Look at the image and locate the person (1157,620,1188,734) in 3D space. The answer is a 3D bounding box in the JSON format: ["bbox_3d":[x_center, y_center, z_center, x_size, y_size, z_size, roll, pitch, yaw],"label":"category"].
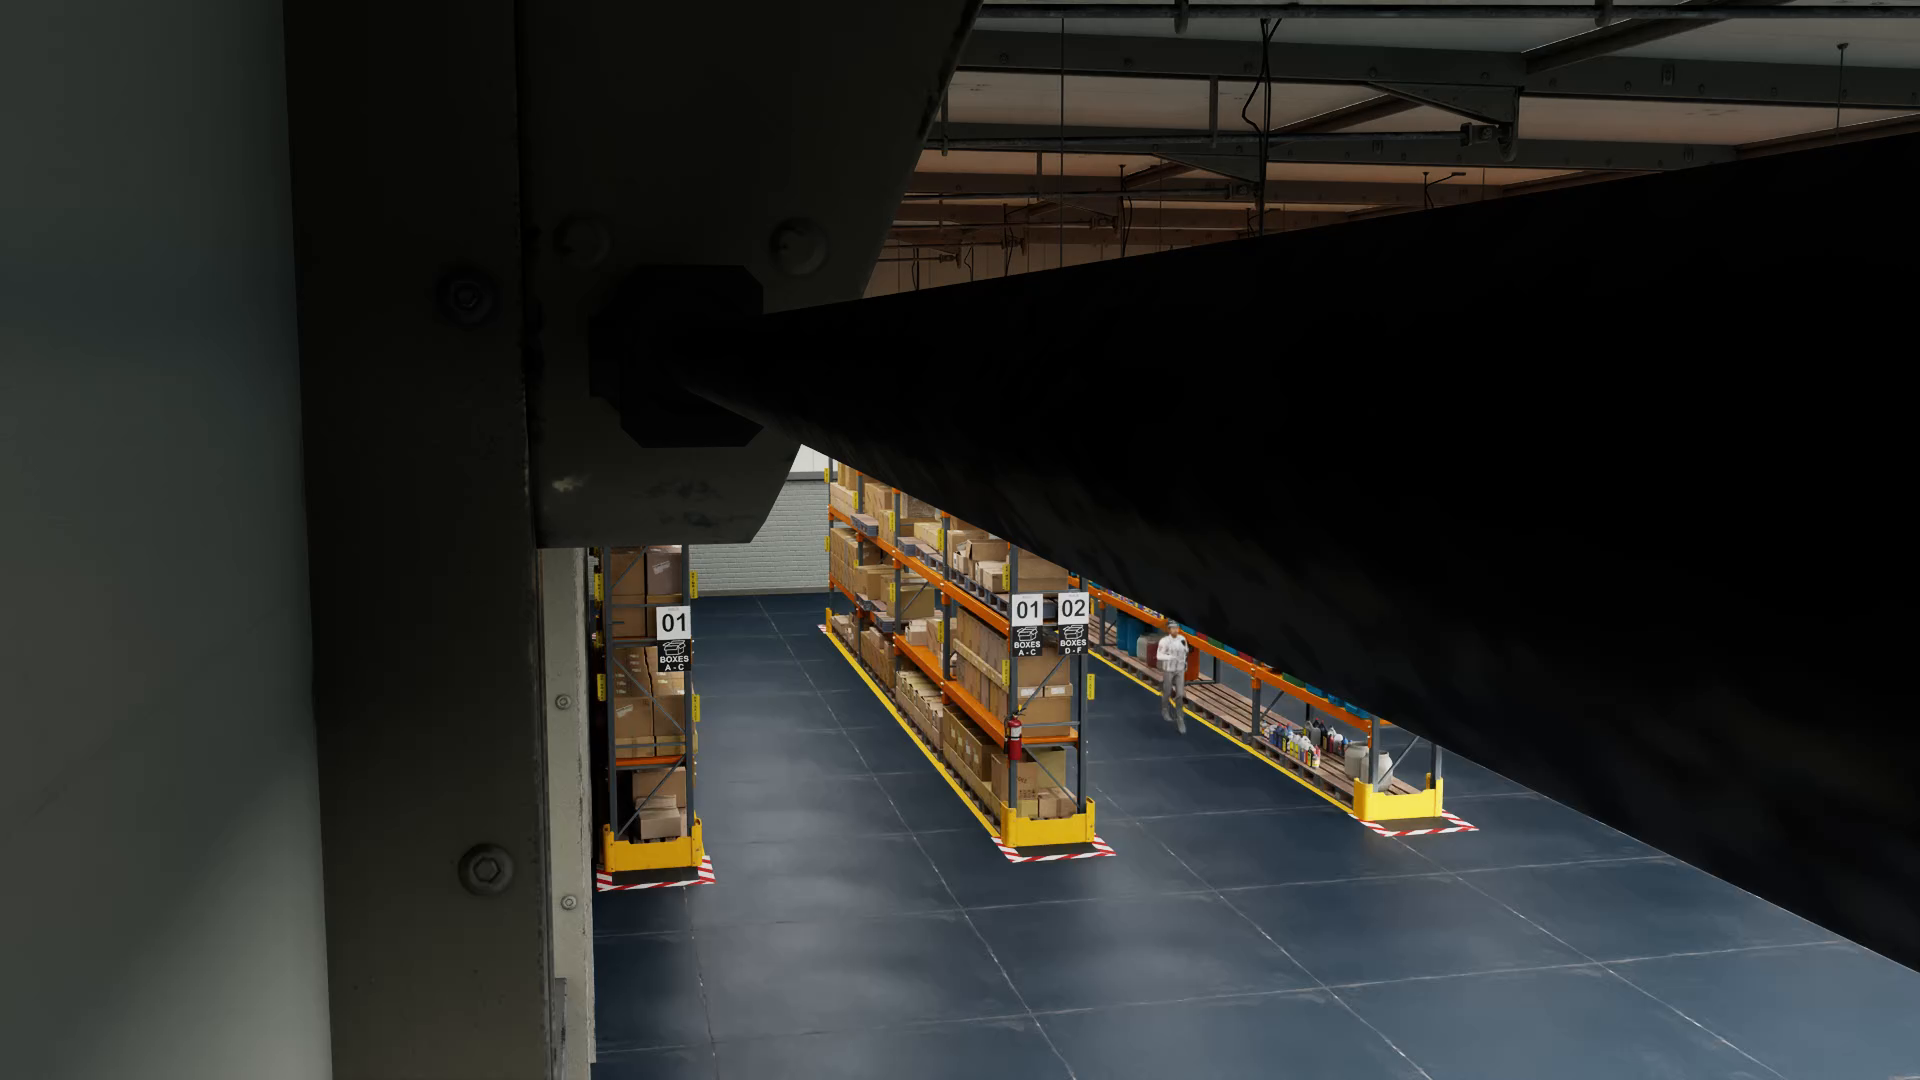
[{"bbox_3d":[3.382,2.128,26.306,0.594,1.803,0.730,-1,7,-10],"label":"person"}]
